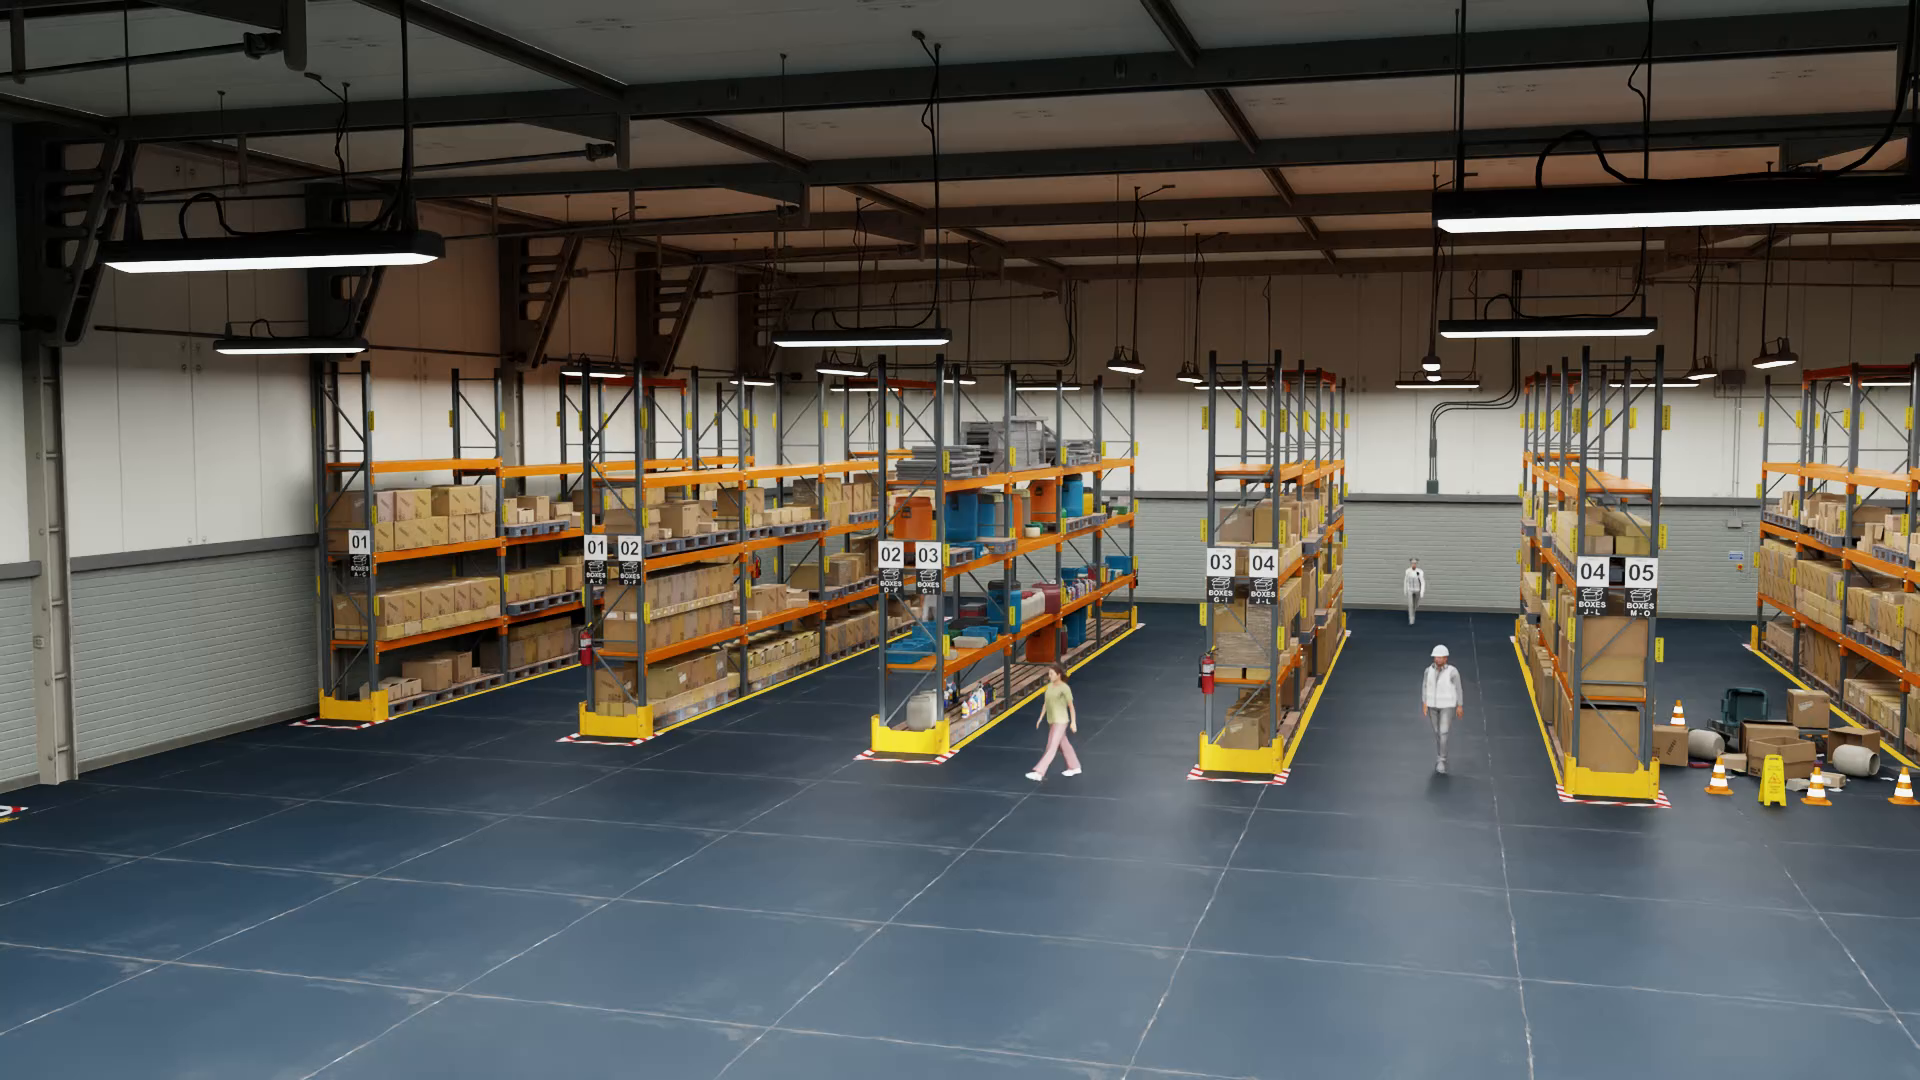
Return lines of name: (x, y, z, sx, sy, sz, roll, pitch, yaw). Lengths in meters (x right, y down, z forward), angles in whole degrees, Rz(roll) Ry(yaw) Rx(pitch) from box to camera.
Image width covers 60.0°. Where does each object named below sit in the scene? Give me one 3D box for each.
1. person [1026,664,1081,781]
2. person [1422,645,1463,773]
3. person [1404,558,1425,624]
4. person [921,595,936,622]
person: (1.273, 2.534, 23.120, 1.070, 1.592, 0.466, -2, 5, -30)
person: (6.925, 2.398, 24.018, 0.573, 1.747, 0.845, 4, 6, 45)
person: (11.231, 1.243, 41.035, 0.464, 1.615, 1.050, 0, 4, 5)
person: (-0.682, 1.474, 37.735, 0.489, 1.597, 1.044, 1, 4, 8)
